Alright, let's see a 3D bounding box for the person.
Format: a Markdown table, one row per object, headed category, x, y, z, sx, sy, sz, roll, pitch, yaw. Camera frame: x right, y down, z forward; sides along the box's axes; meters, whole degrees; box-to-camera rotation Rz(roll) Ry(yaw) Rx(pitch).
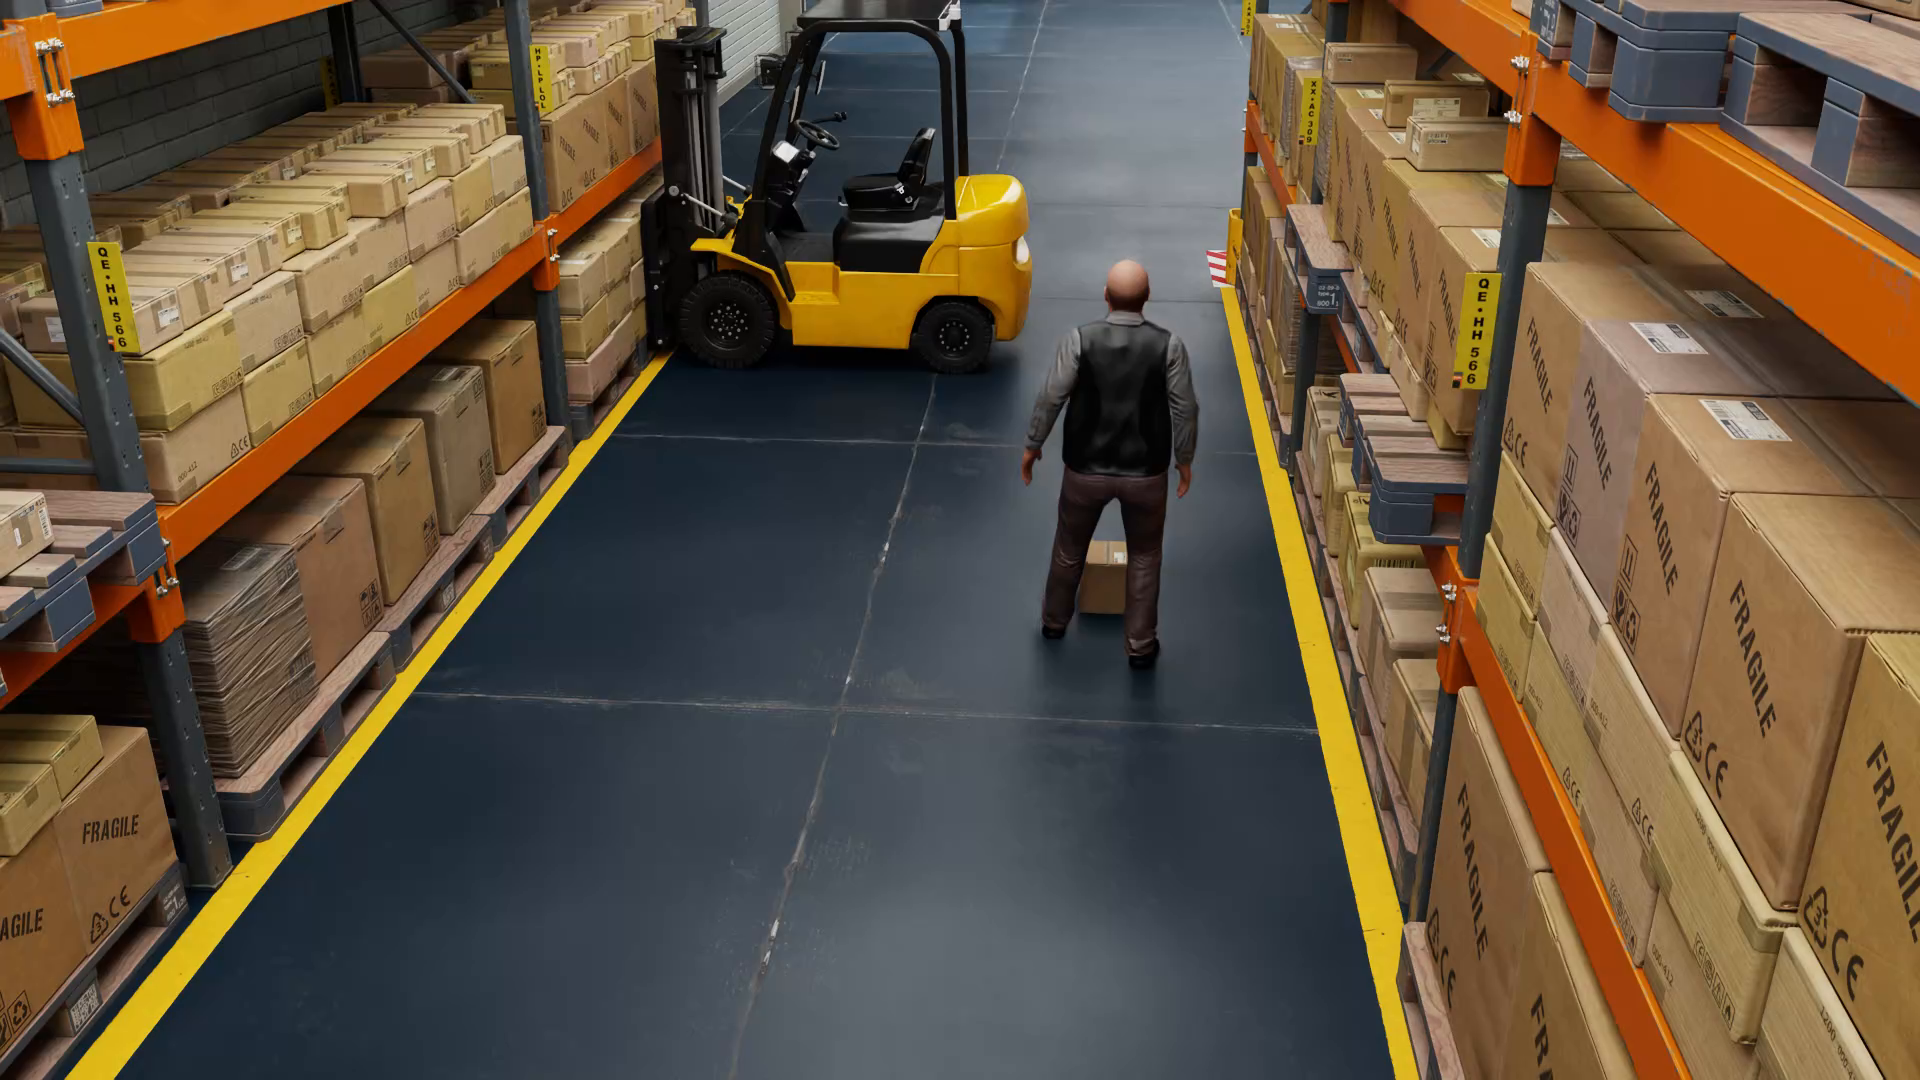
| category | x | y | z | sx | sy | sz | roll | pitch | yaw |
| --- | --- | --- | --- | --- | --- | --- | --- | --- | --- |
| person | 0.611 | -0.328 | 6.898 | 0.711 | 1.708 | 0.586 | 2 | 24 | 4 |
